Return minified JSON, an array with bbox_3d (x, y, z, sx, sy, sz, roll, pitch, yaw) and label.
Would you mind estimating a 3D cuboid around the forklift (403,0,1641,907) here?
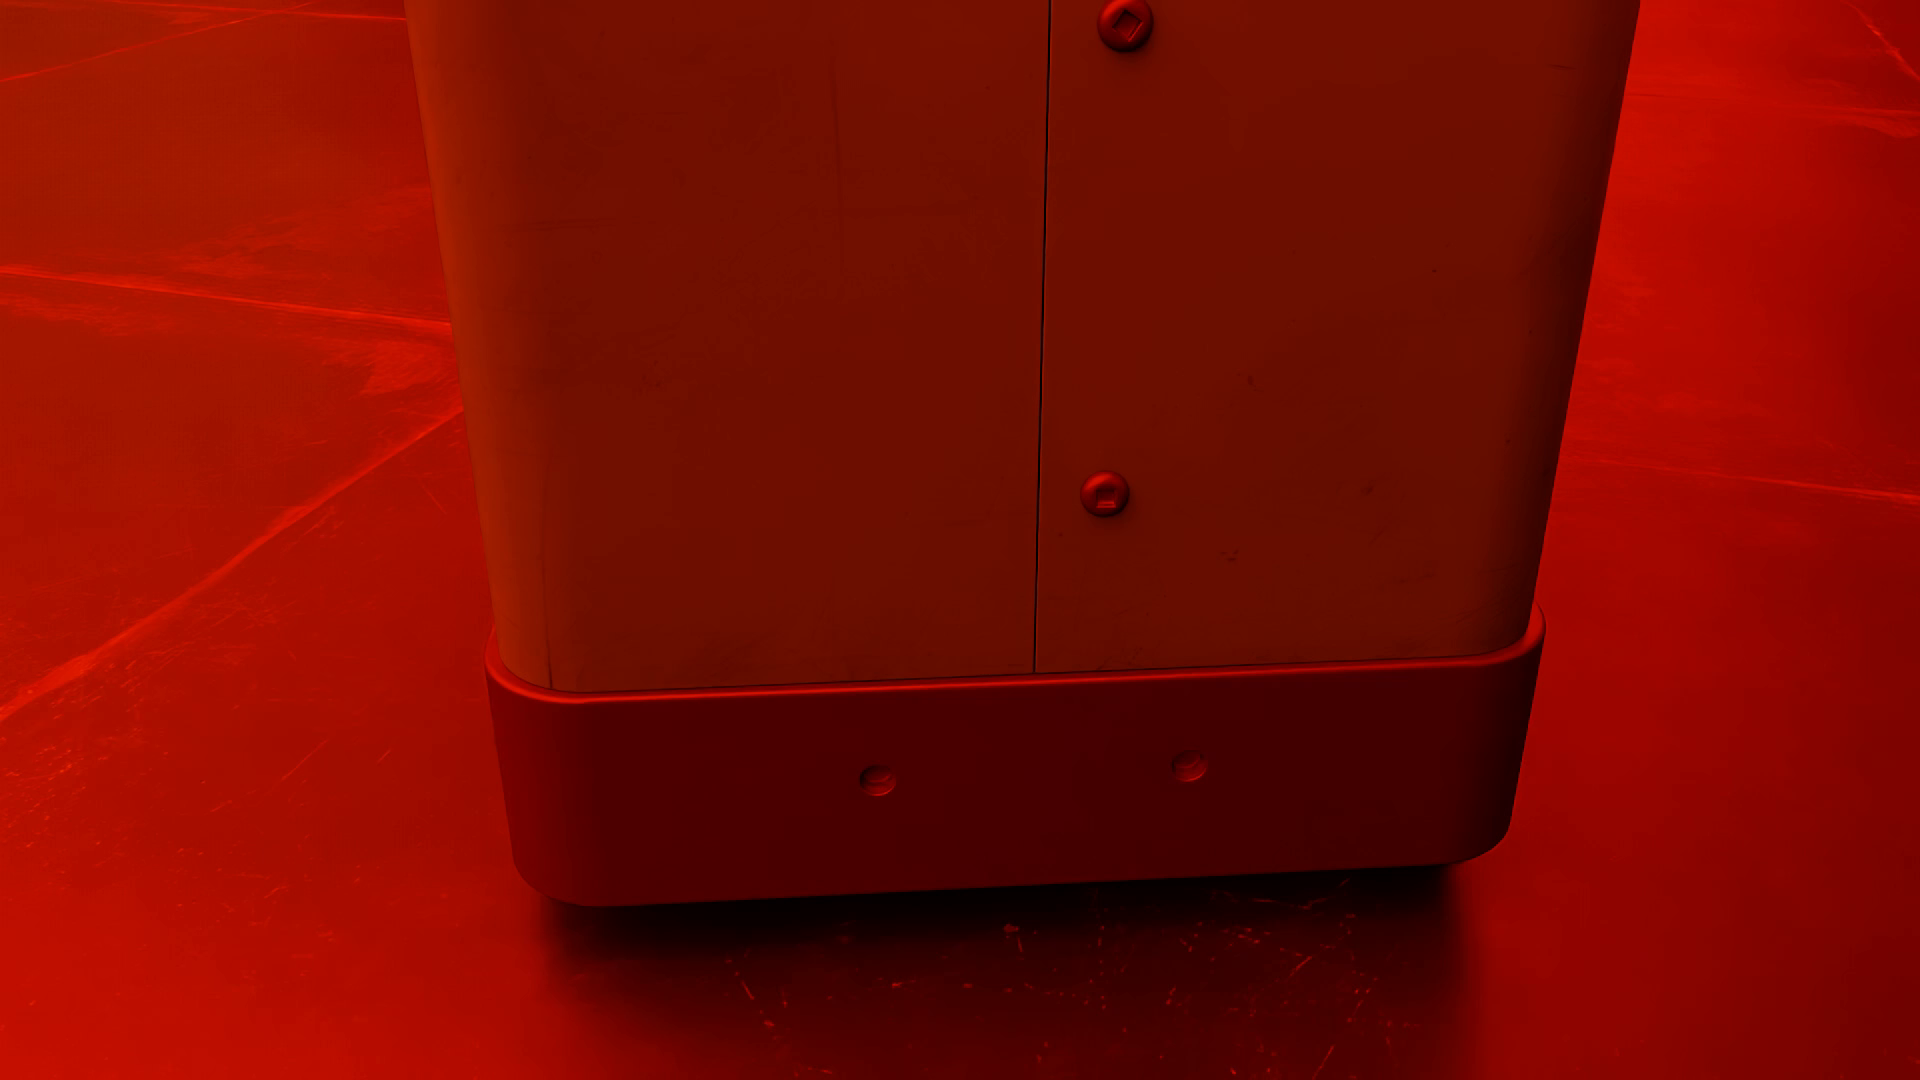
[{"bbox_3d":[-0.048,-1.581,2.374,1.130,2.935,3.031,-2,27,-4],"label":"forklift"}]
